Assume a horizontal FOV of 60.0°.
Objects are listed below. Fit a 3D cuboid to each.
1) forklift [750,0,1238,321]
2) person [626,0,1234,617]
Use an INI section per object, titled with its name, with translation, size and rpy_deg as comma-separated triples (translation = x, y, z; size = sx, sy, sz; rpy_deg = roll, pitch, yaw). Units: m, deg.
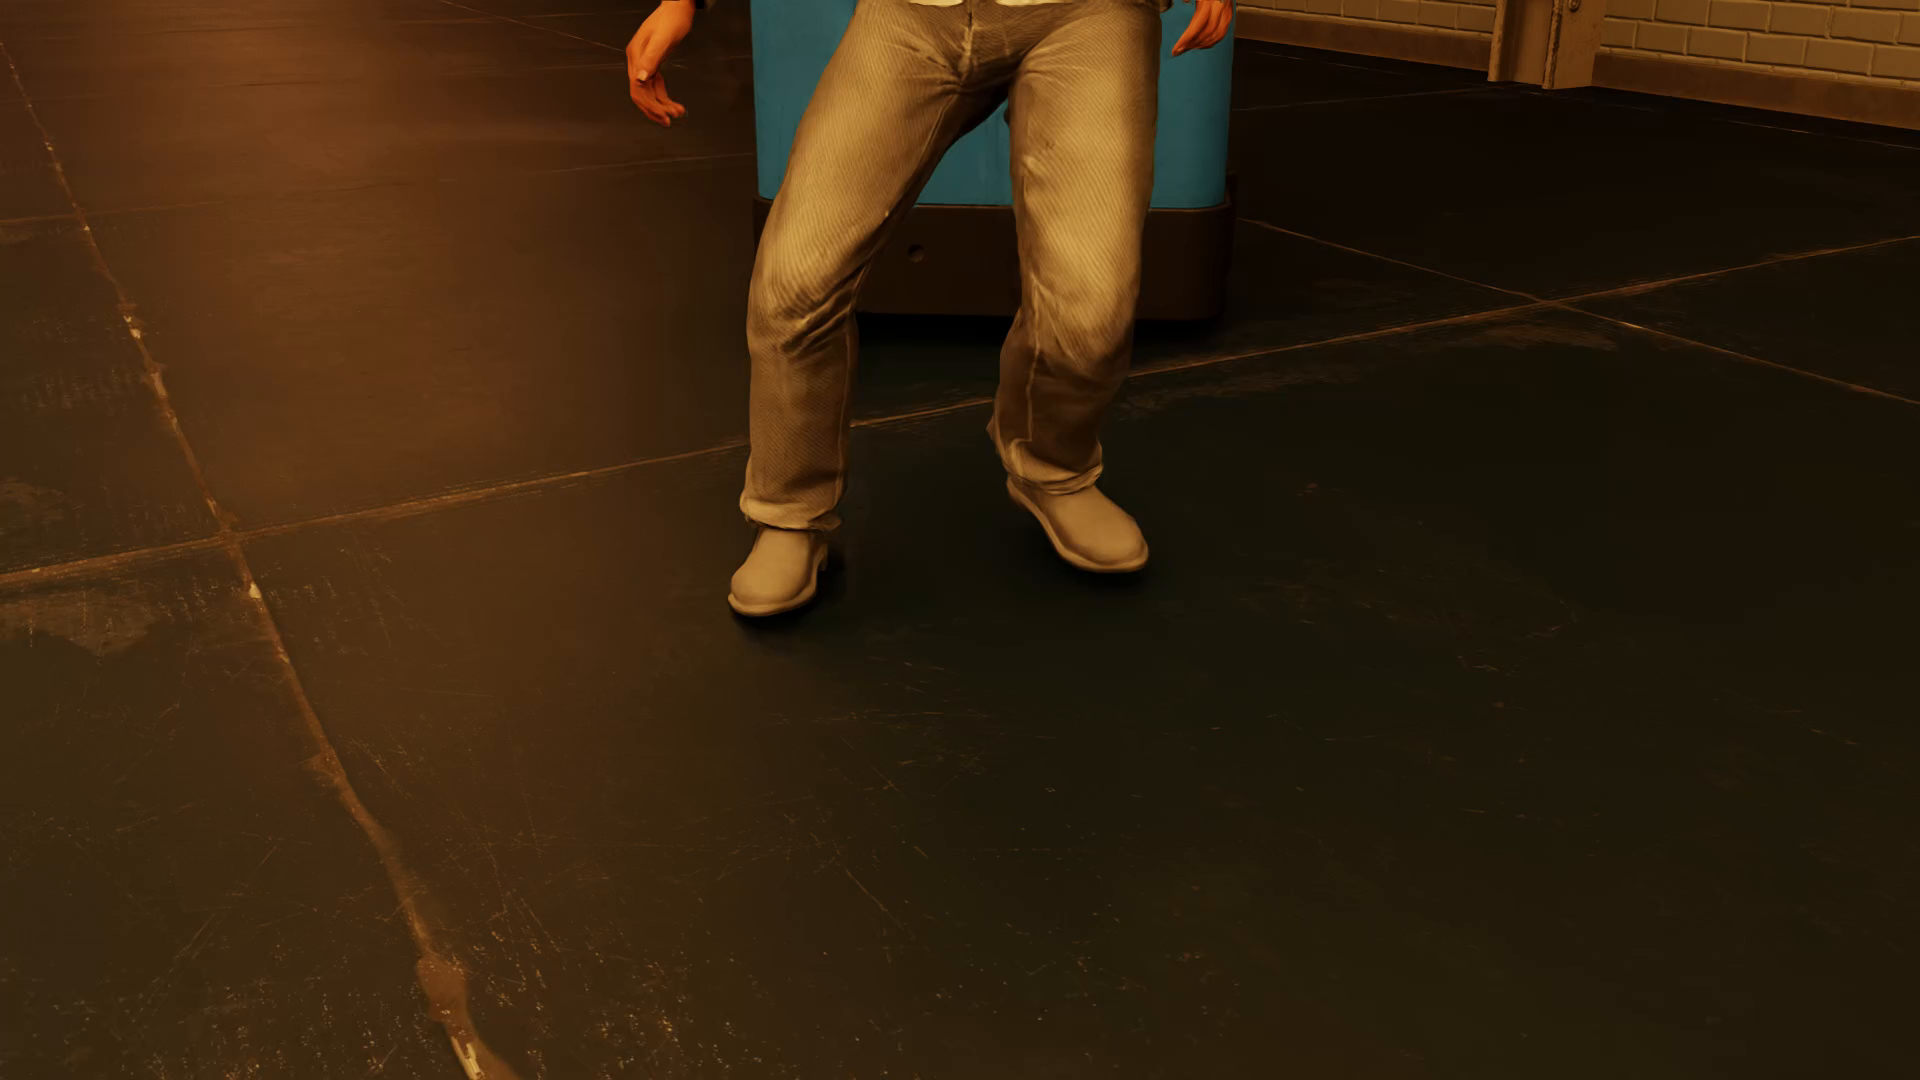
[forklift]
translation = 0.190, -2.350, 4.501
size = 1.130, 2.935, 3.031
rpy_deg = 2, 22, 5
[person]
translation = -0.036, -0.721, 2.184
size = 0.795, 1.686, 0.506
rpy_deg = 5, 23, 12
